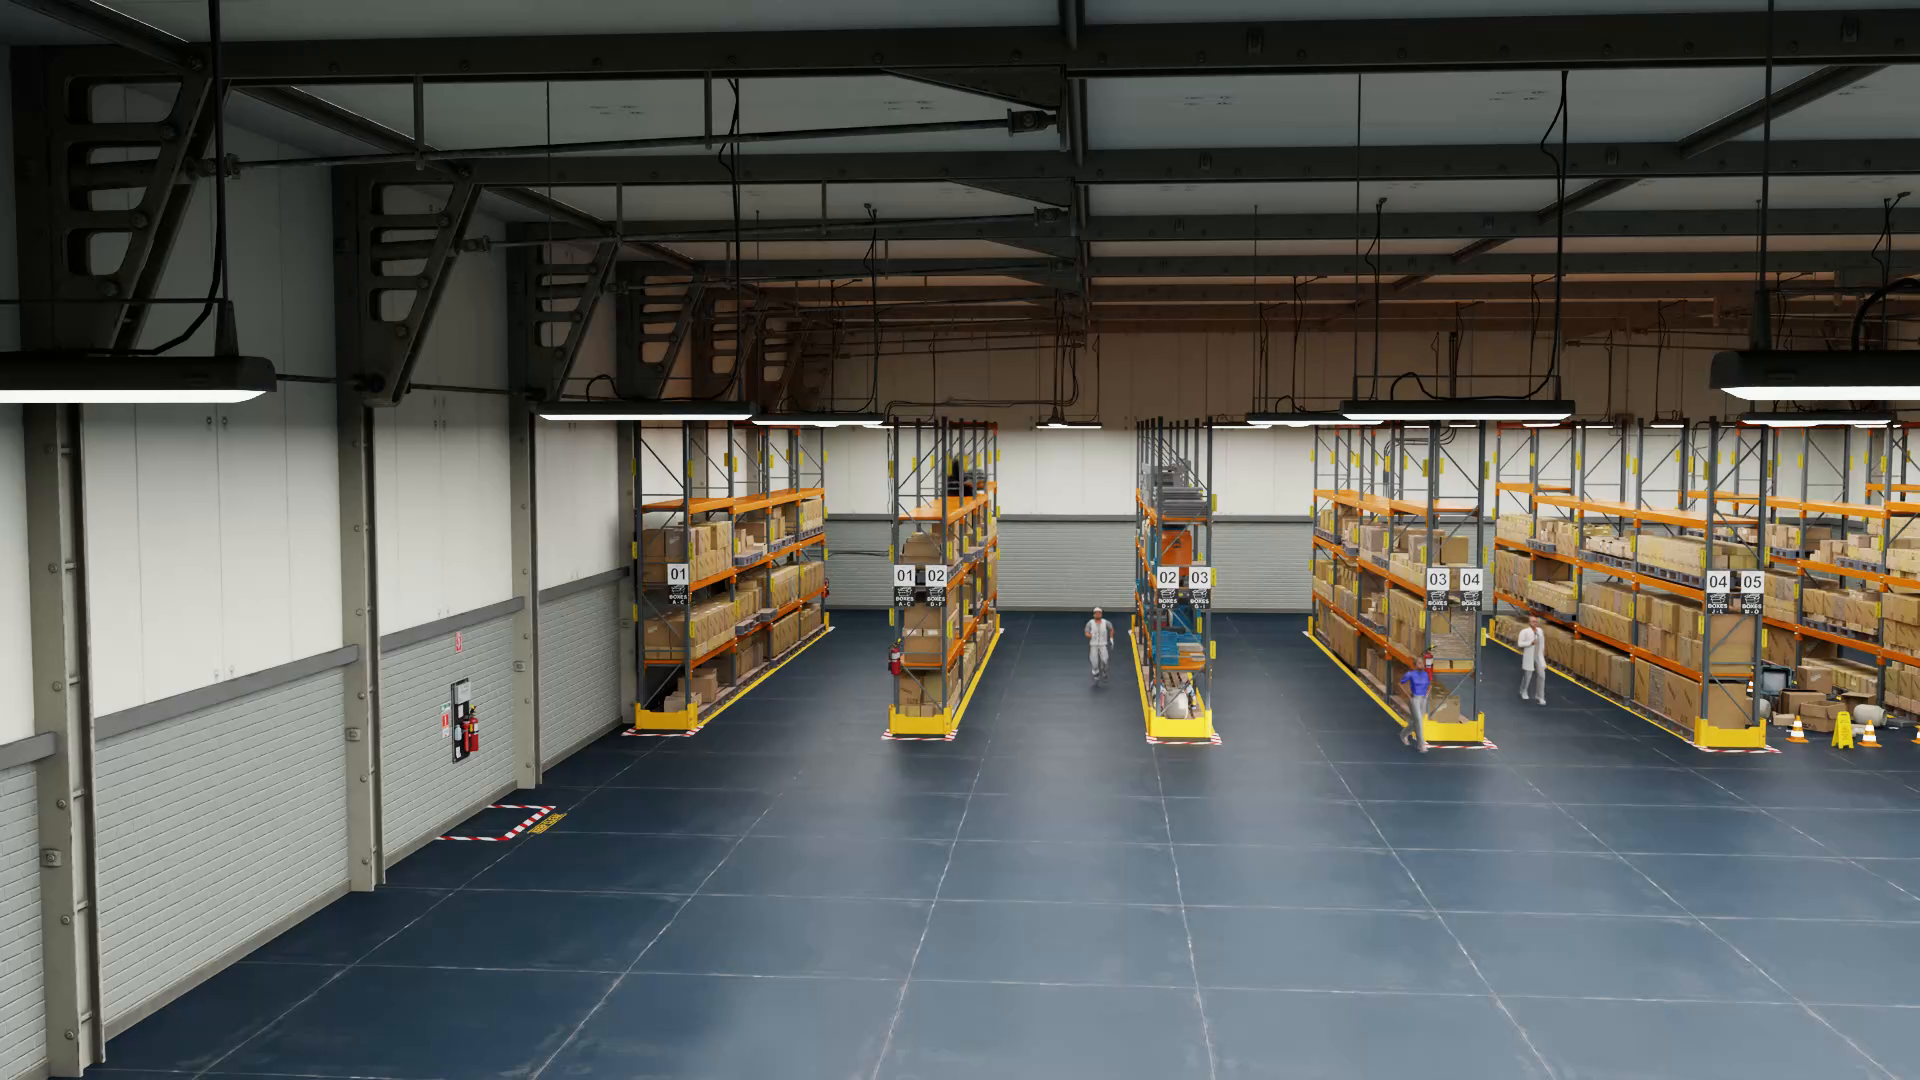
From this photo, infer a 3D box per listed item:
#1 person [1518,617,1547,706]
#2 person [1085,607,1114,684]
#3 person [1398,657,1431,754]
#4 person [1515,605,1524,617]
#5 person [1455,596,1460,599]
[{"bbox_3d":[12.082,2.523,35.086,0.690,1.817,0.910,0,4,-5],"label":"person"},{"bbox_3d":[3.133,2.395,37.407,0.655,1.756,0.655,0,4,4],"label":"person"},{"bbox_3d":[8.231,2.952,29.920,0.623,1.689,0.808,-1,4,-21],"label":"person"},{"bbox_3d":[16.013,1.747,47.524,0.718,1.719,0.931,-3,5,-37],"label":"person"},{"bbox_3d":[13.325,2.008,43.857,0.672,1.718,0.758,1,4,14],"label":"person"}]
